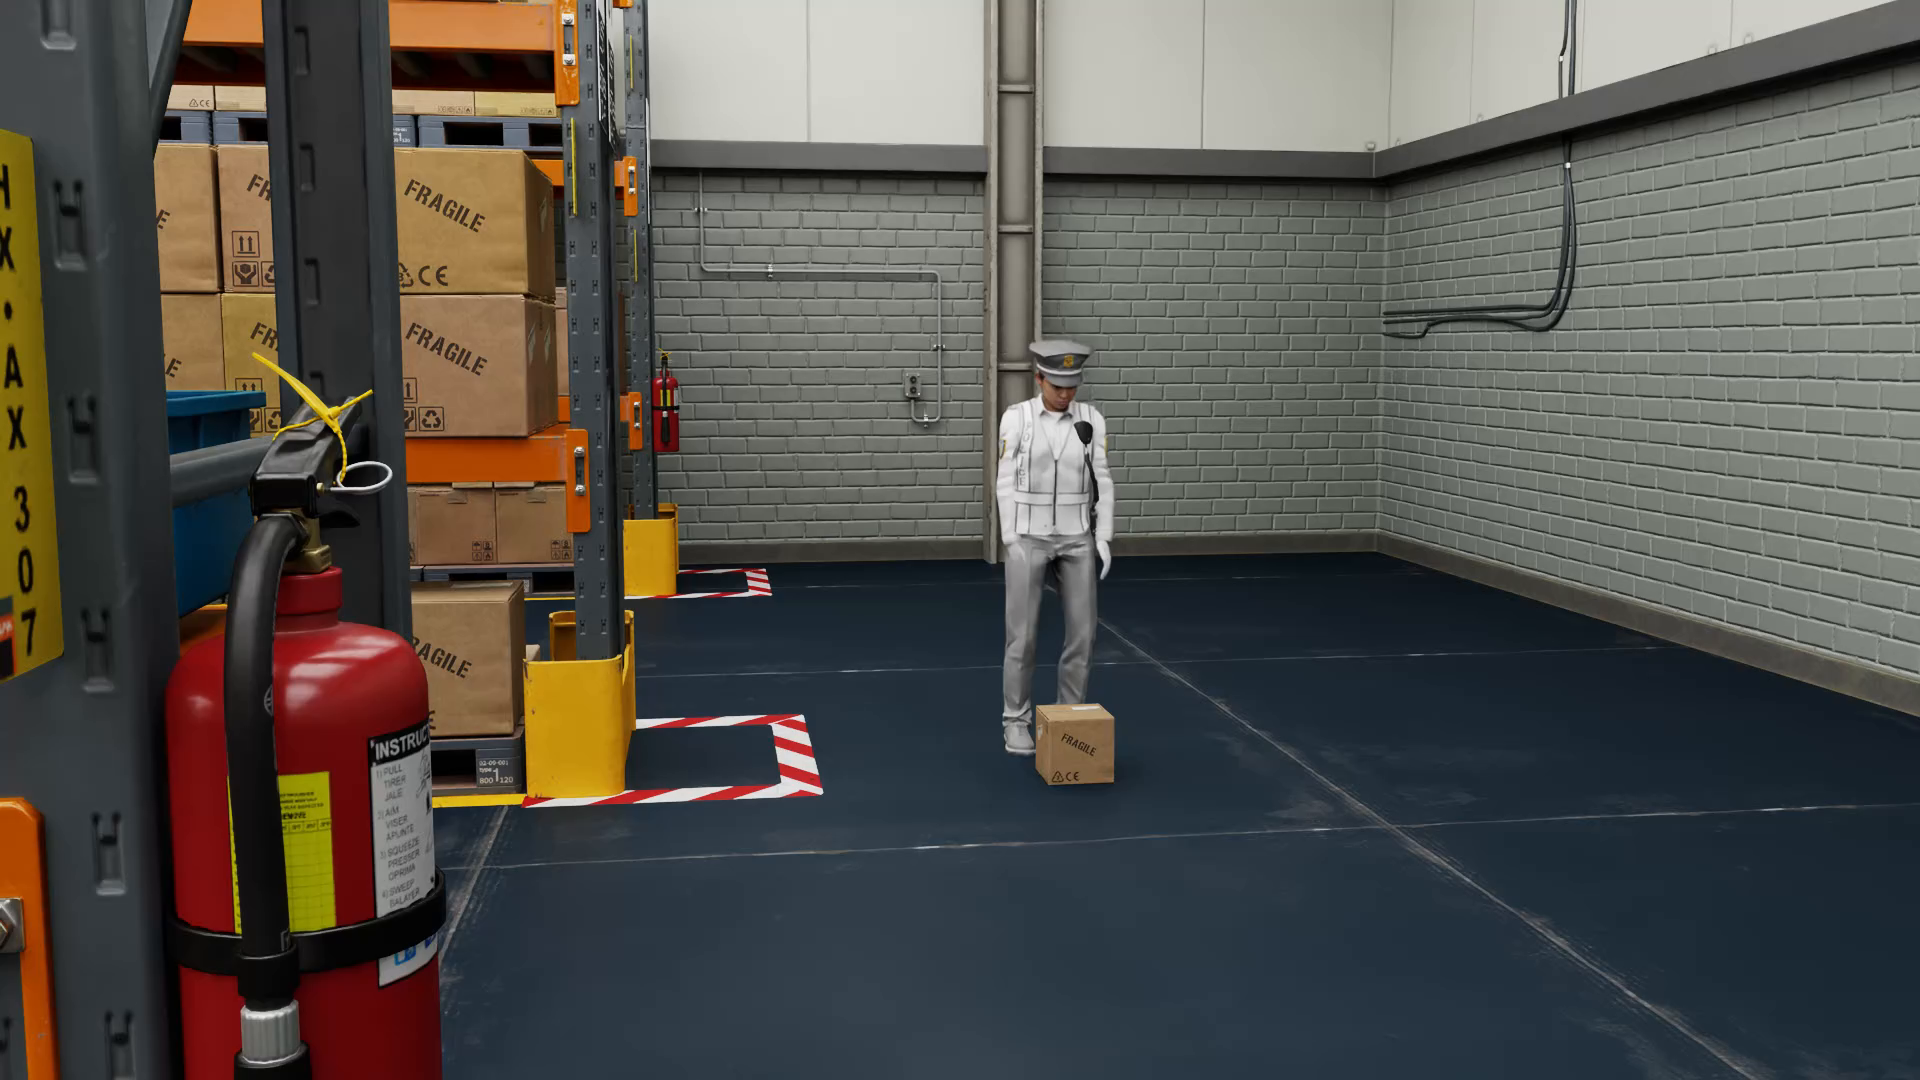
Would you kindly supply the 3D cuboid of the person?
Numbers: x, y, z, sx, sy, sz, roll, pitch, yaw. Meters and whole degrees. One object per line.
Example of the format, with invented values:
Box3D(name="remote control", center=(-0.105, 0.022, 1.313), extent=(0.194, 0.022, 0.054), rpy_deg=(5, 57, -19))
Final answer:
Box3D(name="person", center=(0.386, 0.028, 6.683), extent=(0.482, 1.654, 0.366), rpy_deg=(-1, 7, -7))
